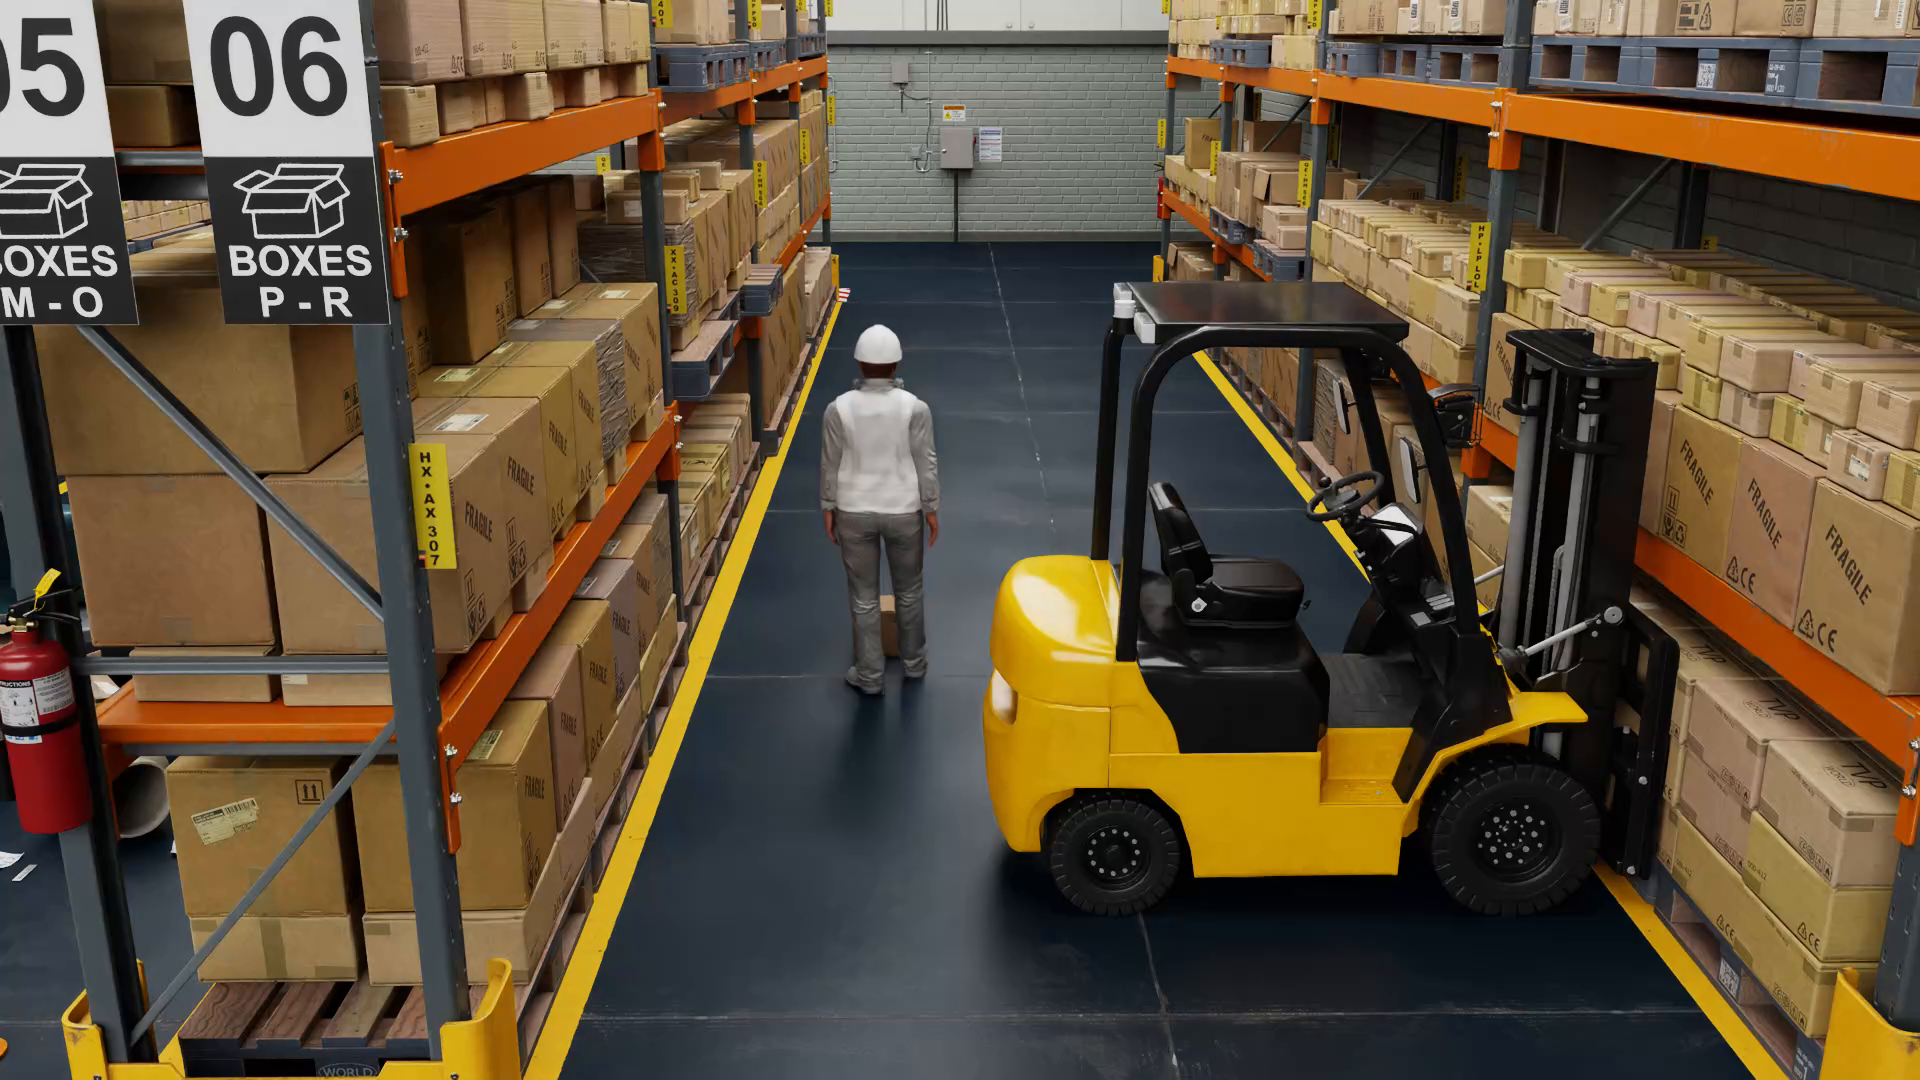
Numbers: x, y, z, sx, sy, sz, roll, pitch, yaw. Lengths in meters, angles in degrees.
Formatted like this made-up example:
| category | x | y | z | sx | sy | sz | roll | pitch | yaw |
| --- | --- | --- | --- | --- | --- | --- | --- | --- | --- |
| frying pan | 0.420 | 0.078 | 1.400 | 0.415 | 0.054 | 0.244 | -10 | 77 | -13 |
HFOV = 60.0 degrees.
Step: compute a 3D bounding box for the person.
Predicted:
| category | x | y | z | sx | sy | sz | roll | pitch | yaw |
| --- | --- | --- | --- | --- | --- | --- | --- | --- | --- |
| person | -0.390 | -0.163 | 8.015 | 0.568 | 1.776 | 0.544 | -1 | 17 | -4 |
